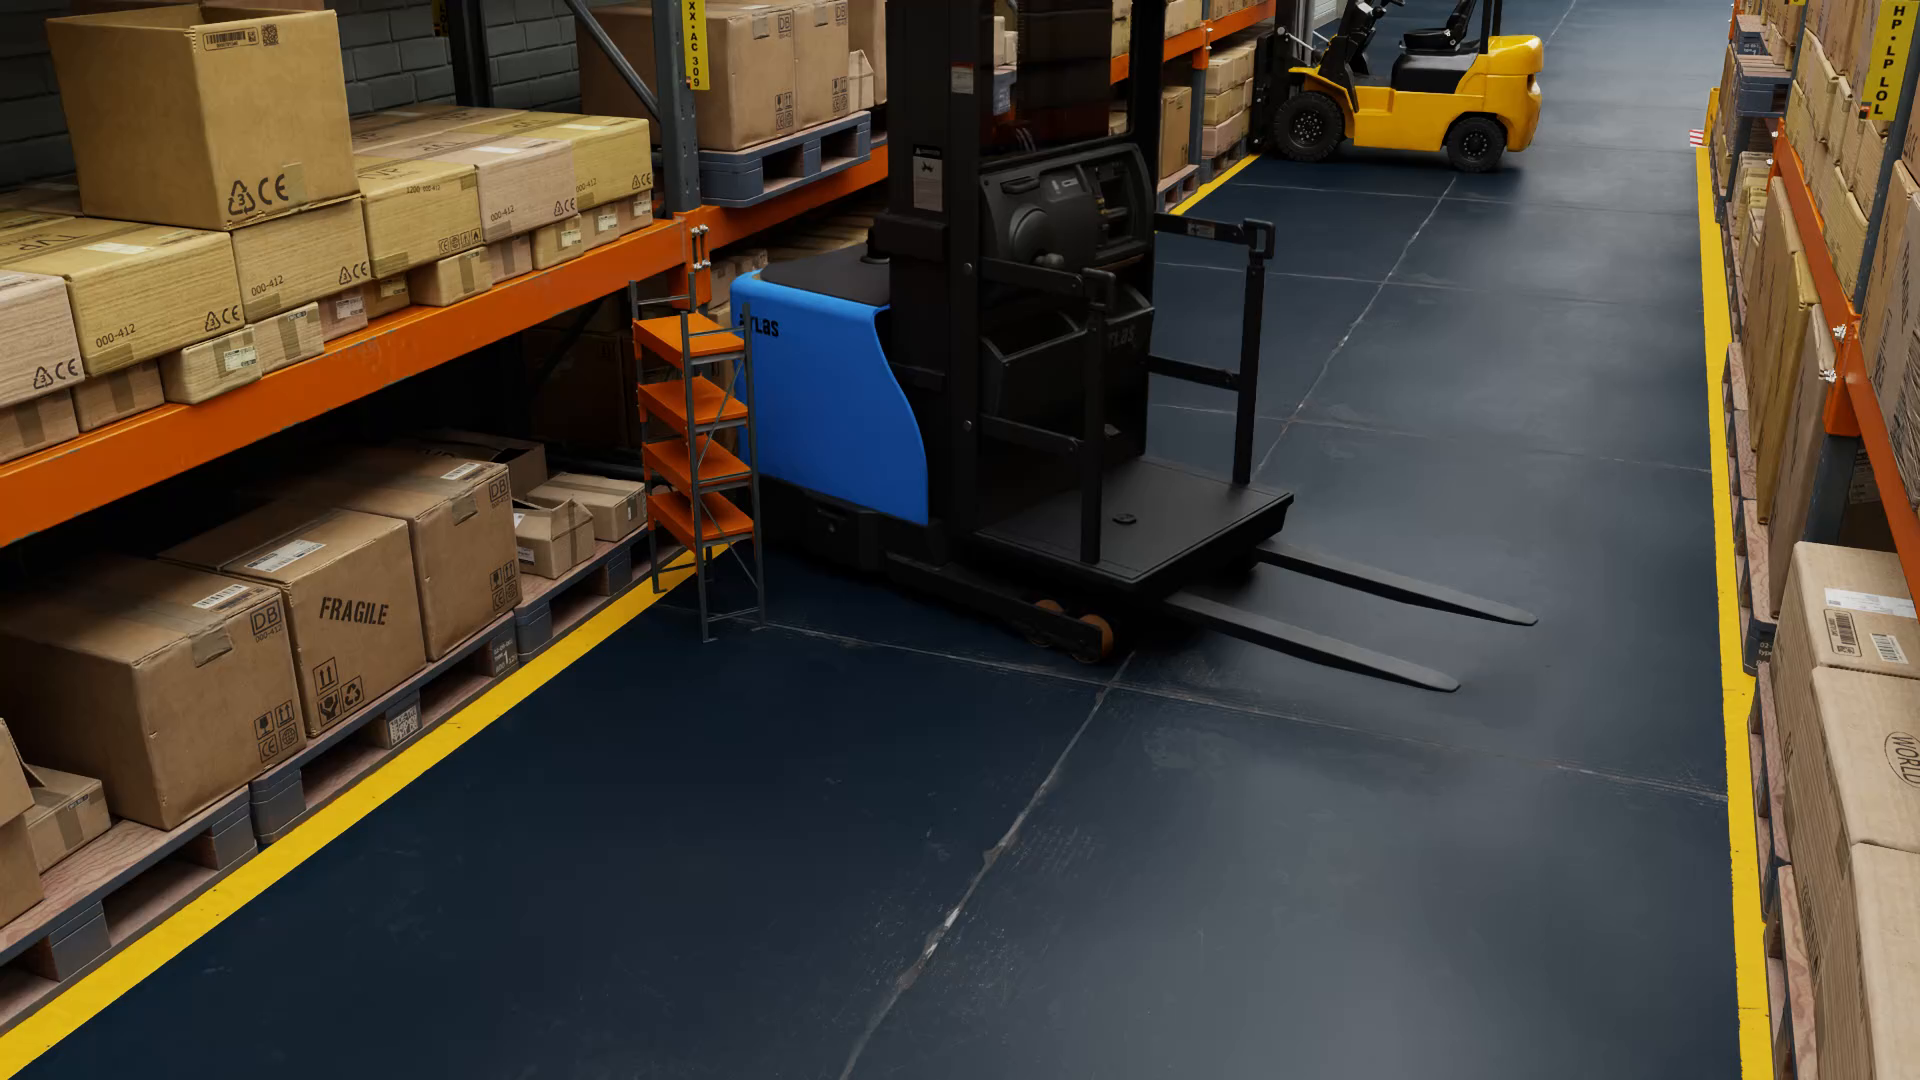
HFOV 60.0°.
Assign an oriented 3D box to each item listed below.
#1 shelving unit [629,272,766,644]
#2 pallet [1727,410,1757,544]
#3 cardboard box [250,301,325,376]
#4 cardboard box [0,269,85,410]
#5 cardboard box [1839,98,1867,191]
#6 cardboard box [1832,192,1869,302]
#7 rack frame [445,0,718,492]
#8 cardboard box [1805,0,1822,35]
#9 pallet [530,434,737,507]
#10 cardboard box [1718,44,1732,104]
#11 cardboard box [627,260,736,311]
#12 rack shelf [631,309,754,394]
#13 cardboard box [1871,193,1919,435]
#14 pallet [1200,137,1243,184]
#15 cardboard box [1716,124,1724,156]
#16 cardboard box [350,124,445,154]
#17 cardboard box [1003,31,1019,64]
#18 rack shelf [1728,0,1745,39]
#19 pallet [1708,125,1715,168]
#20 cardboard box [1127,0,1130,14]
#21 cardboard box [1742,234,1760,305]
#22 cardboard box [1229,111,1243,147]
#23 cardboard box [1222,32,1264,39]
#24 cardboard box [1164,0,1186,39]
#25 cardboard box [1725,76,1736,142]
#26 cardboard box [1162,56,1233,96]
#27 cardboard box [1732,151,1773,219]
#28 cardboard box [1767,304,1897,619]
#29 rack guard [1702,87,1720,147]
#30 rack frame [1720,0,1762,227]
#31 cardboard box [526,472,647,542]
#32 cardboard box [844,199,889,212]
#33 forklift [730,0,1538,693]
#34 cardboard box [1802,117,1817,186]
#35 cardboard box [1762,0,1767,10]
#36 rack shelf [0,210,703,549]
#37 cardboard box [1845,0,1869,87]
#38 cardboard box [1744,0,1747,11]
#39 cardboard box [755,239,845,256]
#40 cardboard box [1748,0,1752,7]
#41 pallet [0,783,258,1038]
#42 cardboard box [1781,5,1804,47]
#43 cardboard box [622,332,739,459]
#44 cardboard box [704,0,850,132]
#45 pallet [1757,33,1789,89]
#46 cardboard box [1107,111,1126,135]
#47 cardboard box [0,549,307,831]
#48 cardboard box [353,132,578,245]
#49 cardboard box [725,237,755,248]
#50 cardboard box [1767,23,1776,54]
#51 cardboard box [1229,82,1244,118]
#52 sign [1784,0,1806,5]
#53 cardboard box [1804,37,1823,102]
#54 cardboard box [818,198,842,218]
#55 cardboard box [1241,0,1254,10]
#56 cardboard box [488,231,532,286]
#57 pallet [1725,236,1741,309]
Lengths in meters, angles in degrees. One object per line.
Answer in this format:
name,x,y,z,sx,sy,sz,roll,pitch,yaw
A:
shelving unit,-0.928,-0.294,5.896,0.258,1.200,0.503,-13,26,-28
pallet,3.801,-0.219,7.000,1.003,0.211,1.213,9,24,20
cardboard box,-1.982,-0.572,4.554,0.380,0.149,0.250,9,24,21
cardboard box,-2.357,-0.431,3.698,0.500,0.250,0.500,9,24,21
cardboard box,3.250,-1.315,5.552,0.500,0.250,0.500,9,24,21
cardboard box,3.066,-0.908,5.227,0.500,0.250,0.500,8,24,19
rack frame,-1.477,-1.490,6.425,1.000,3.000,0.127,9,24,20
cardboard box,4.209,-2.578,7.603,0.500,0.500,0.500,8,24,18
pallet,-1.210,-0.500,7.673,1.003,0.211,1.213,9,24,20
cardboard box,7.026,-4.088,14.696,0.500,0.500,0.500,8,24,18
cardboard box,-1.153,-1.066,6.881,0.380,0.149,0.250,8,24,19
rack shelf,-0.928,-0.656,5.745,0.258,0.148,0.480,-13,26,-28
cardboard box,2.525,-0.517,3.966,0.500,0.500,0.500,9,24,20
pallet,1.829,-3.345,14.484,1.003,0.211,1.213,9,24,20
cardboard box,6.647,-3.372,13.954,0.500,0.250,0.500,11,25,24
cardboard box,-2.091,-1.239,5.633,0.500,0.250,0.500,9,24,20
cardboard box,0.121,-2.709,9.125,0.380,0.149,0.250,9,24,21
rack shelf,6.848,-4.027,13.433,1.077,0.370,4.000,9,24,20
pallet,7.228,-3.475,14.796,1.003,0.211,1.213,9,24,20
cardboard box,0.965,-3.757,11.398,0.500,0.250,0.500,9,24,21
cardboard box,4.838,-1.394,9.060,0.950,0.372,0.625,7,24,16
cardboard box,2.156,-3.587,14.469,0.500,0.250,0.500,8,24,19
cardboard box,2.737,-4.596,15.586,0.500,0.250,0.500,9,24,21
cardboard box,1.369,-3.885,12.354,0.500,0.250,0.500,9,24,20
cardboard box,6.263,-3.347,12.921,0.500,0.500,0.500,9,24,21
cardboard box,1.966,-3.867,13.842,0.500,0.250,0.500,8,24,19
cardboard box,5.912,-2.437,11.556,0.950,0.372,0.625,9,24,21
cardboard box,3.289,-0.227,5.614,0.875,0.875,0.875,10,25,22
rack guard,7.562,-3.894,15.425,1.175,0.500,0.348,9,24,20
rack frame,6.105,-3.644,11.581,1.000,3.000,0.127,9,24,20
cardboard box,-1.411,-0.127,6.316,0.380,0.149,0.250,8,24,18
cardboard box,-0.383,-1.681,8.739,0.380,0.149,0.250,8,24,19
forklift,0.551,-1.157,5.716,3.031,2.935,1.130,18,29,36
cardboard box,3.829,-1.631,6.957,0.500,0.250,0.500,10,25,22
cardboard box,5.282,-3.540,10.272,0.500,0.500,0.500,9,24,20
rack shelf,-2.220,-0.442,4.851,1.077,0.370,4.000,9,24,20
cardboard box,3.458,-1.849,5.858,0.500,0.500,0.500,10,24,22
cardboard box,6.816,-4.510,13.981,0.380,0.149,0.250,9,24,21
cardboard box,-0.764,-1.308,7.846,0.380,0.149,0.250,9,24,20
cardboard box,6.412,-4.393,12.860,0.500,0.500,0.500,9,24,22
pallet,-2.639,0.916,4.284,1.003,0.211,1.213,9,24,20
cardboard box,4.530,-2.792,8.481,0.500,0.500,0.500,8,24,19
cardboard box,-1.088,-0.671,7.164,0.500,0.500,0.500,10,25,22
cardboard box,-0.897,-2.056,7.107,0.700,0.500,0.500,9,24,21
pallet,5.316,-2.838,9.901,1.003,0.211,1.213,9,24,20
cardboard box,0.739,-2.717,11.898,0.875,0.625,0.625,8,24,18
cardboard box,-2.294,0.395,4.610,0.700,0.500,0.500,10,25,22
cardboard box,-1.612,-1.159,5.443,0.500,0.250,0.500,9,24,20
cardboard box,-1.210,-1.372,8.000,0.380,0.149,0.250,9,24,22
cardboard box,4.797,-2.833,9.422,0.380,0.149,0.250,9,24,21
cardboard box,2.146,-3.818,14.373,0.500,0.250,0.500,9,24,20
sign,4.112,-2.784,8.124,0.100,0.325,0.005,9,24,20
cardboard box,4.008,-2.043,7.295,0.500,0.250,0.500,9,24,21
cardboard box,-0.855,-1.743,8.888,0.380,0.149,0.250,8,24,19
cardboard box,2.267,-4.891,14.437,0.500,0.500,0.500,9,24,20
cardboard box,-1.634,-0.941,5.437,0.380,0.149,0.250,9,24,21
pallet,5.365,-1.640,10.402,1.003,0.211,1.213,9,24,20
